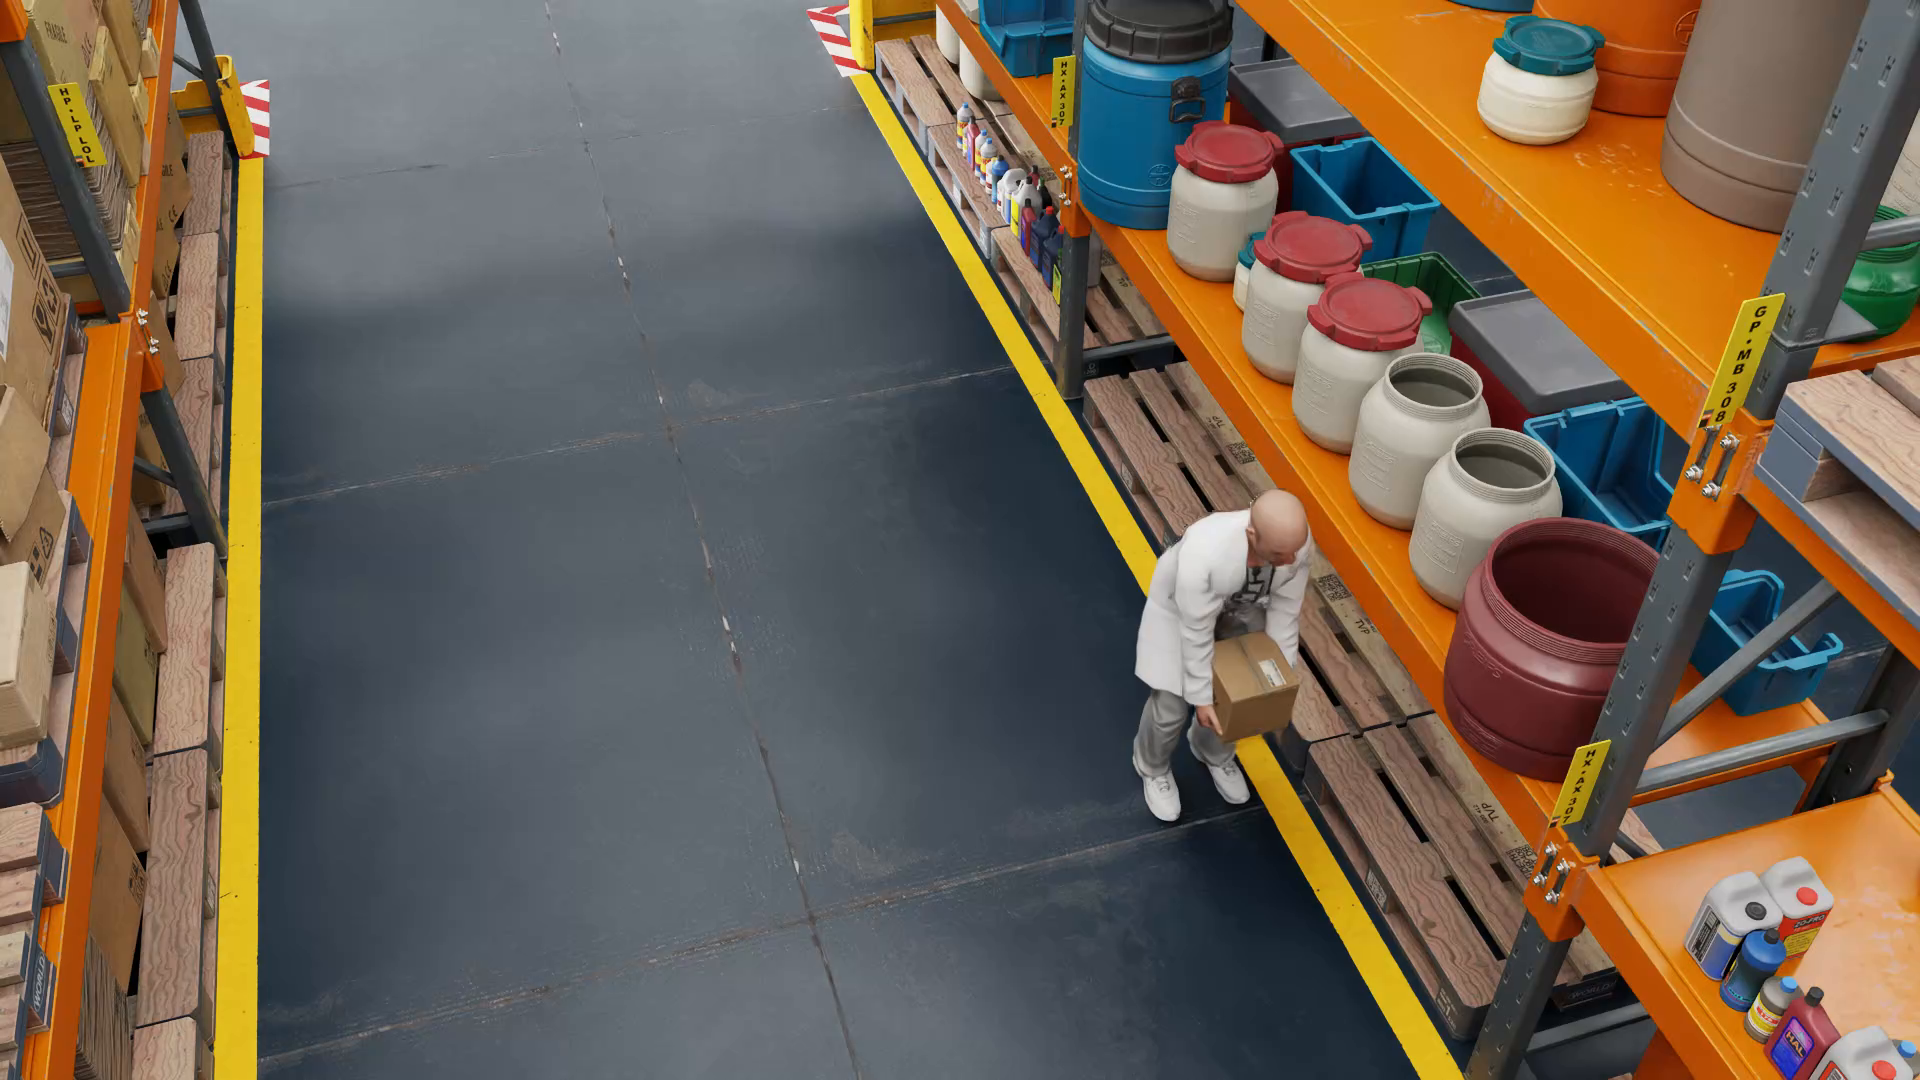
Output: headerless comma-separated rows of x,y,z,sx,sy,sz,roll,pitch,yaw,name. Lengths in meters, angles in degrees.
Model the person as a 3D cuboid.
0.911,0.369,5.835,0.540,1.679,0.631,-13,43,-14,person
